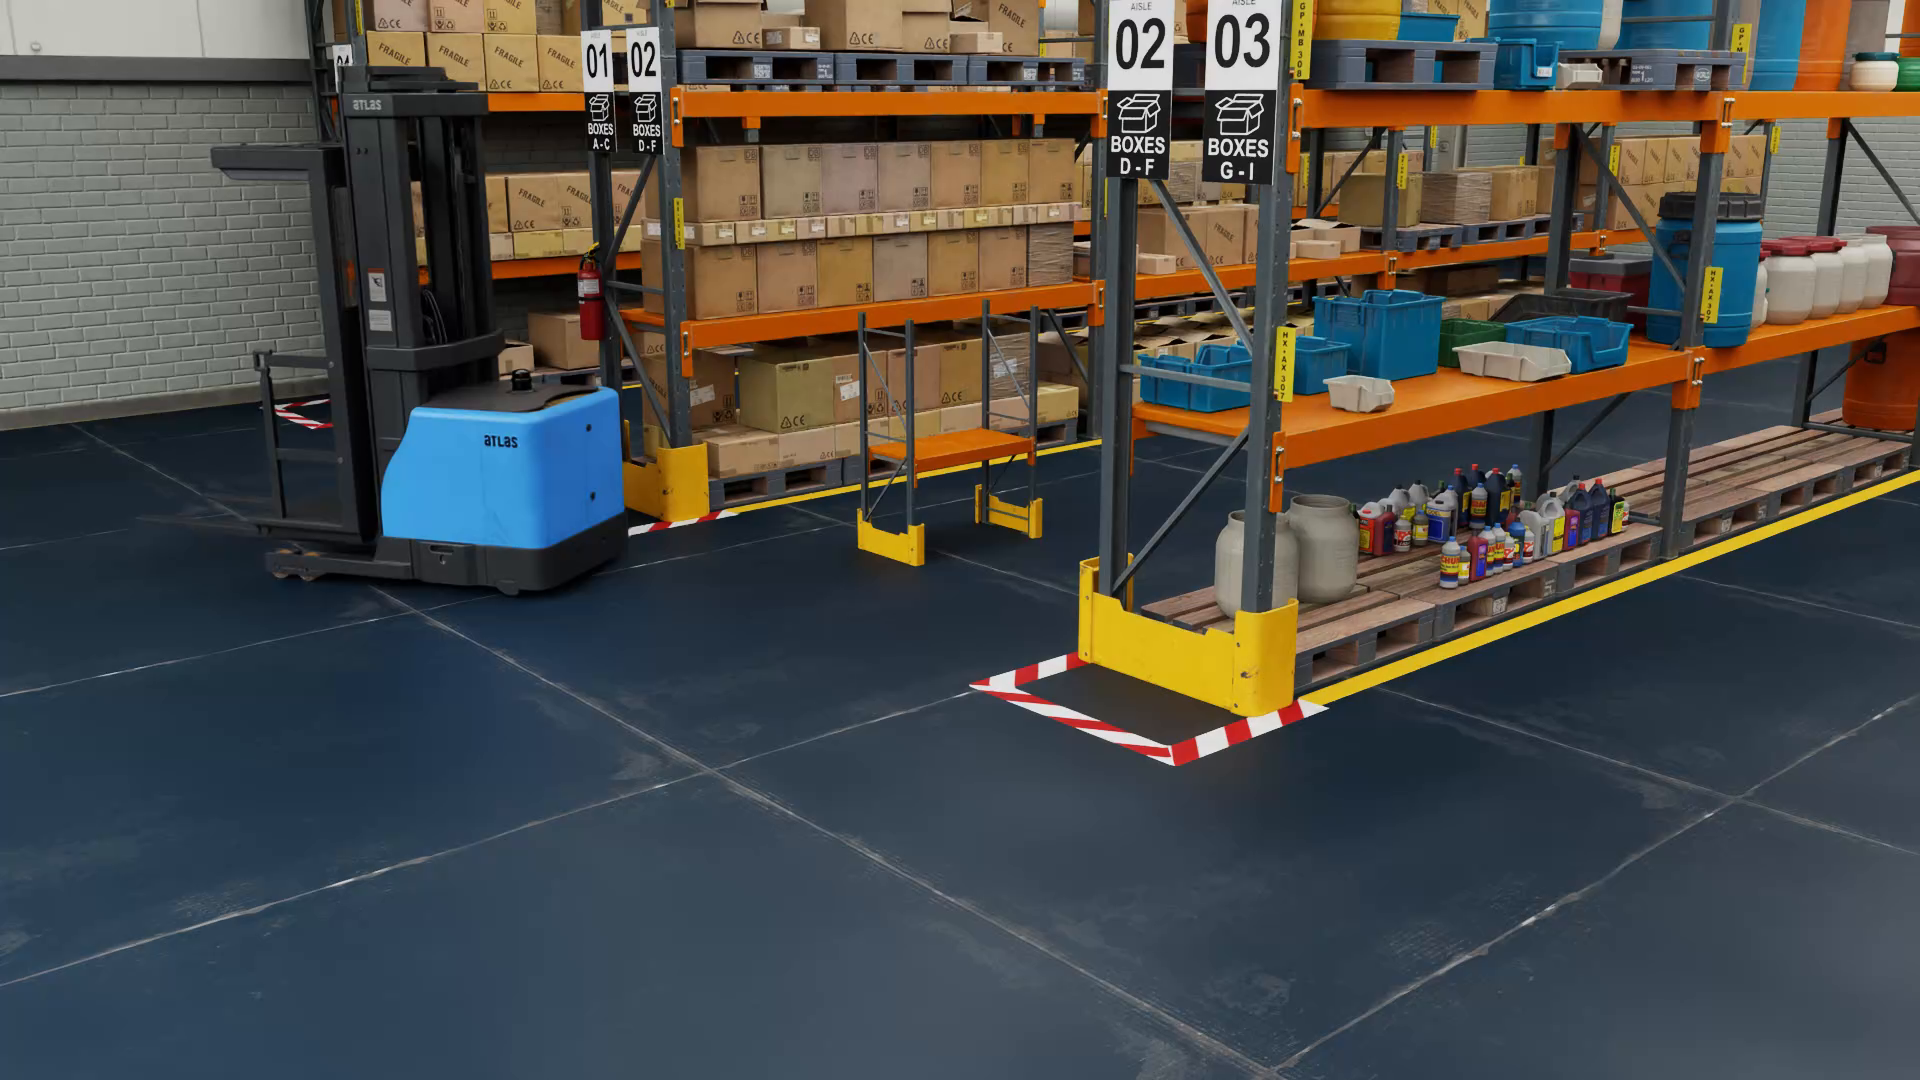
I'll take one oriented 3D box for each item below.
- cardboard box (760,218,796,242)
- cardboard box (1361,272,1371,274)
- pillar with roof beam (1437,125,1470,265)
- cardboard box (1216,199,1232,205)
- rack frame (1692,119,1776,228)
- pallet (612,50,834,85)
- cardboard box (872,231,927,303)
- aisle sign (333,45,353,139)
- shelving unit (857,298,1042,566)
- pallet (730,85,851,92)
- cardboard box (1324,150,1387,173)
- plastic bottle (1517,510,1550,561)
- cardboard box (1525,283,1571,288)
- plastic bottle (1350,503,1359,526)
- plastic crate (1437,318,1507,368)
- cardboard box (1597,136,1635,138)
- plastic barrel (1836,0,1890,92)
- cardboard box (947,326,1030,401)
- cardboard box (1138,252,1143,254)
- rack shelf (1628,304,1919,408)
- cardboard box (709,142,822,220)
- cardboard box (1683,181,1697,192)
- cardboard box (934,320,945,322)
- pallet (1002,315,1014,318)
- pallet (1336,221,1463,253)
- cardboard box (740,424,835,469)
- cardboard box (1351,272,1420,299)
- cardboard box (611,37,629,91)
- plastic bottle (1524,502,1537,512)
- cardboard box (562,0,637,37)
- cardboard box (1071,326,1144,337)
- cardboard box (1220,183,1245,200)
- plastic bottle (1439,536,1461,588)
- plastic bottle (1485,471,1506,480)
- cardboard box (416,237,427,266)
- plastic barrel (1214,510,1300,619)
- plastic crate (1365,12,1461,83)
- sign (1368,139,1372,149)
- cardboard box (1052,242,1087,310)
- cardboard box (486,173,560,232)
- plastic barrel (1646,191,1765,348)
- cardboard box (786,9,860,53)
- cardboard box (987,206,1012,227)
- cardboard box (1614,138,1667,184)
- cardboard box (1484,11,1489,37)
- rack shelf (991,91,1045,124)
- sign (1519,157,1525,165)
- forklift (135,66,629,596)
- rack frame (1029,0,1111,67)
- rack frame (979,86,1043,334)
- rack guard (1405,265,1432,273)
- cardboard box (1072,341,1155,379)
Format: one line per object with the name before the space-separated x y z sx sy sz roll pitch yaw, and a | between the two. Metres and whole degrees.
cardboard box | -1.361 -2.182 11.657 0.250 0.149 0.380 -13 19 -39
cardboard box | 5.791 -4.155 24.524 0.500 0.500 0.700 -13 20 -40
pillar with roof beam | 10.926 -8.069 23.521 0.400 9.000 9.100 -13 19 -39
cardboard box | 3.369 -4.434 21.985 0.250 0.149 0.380 -12 19 -38
rack frame | 9.886 -4.419 21.482 0.127 3.000 1.000 -13 19 -39
pallet | -1.634 -3.230 11.389 1.213 0.211 1.003 -13 19 -39
cardboard box | -0.658 -2.096 12.592 0.500 0.500 0.700 -12 19 -38
aisle sign | -5.296 -3.858 14.343 0.004 0.787 0.394 -13 19 -39
shelving unit | -0.058 -0.712 10.508 1.083 1.500 0.587 -13 19 -39
pallet | -1.886 -4.792 17.431 1.003 0.211 1.213 -13 19 -39
cardboard box | 5.711 -5.314 24.251 0.700 0.700 0.980 -13 20 -40
plastic bottle | 3.272 -0.039 9.509 0.135 0.276 0.152 -12 19 -38
cardboard box | 6.684 -2.607 18.689 0.500 0.500 0.500 -13 20 -40
plastic bottle | 2.238 -0.064 9.588 0.133 0.283 0.061 -12 19 -38
plastic crate | 2.872 -1.144 9.631 0.662 0.188 0.450 -13 19 -39
cardboard box | 7.845 -4.582 19.959 0.500 0.500 0.500 -12 19 -39
plastic barrel | 6.337 -3.694 11.981 0.600 0.901 0.600 0 15 0
cardboard box | 0.242 -1.420 13.313 0.500 0.500 0.500 -13 19 -39
cardboard box | 1.376 -2.506 14.580 0.258 0.266 0.396 -13 20 -41
rack shelf | 5.591 -1.413 11.620 4.000 0.370 1.077 -13 19 -39
cardboard box | -1.391 -2.560 11.812 0.500 0.500 0.700 -13 20 -41
cardboard box | 8.577 -4.081 20.023 0.500 0.500 0.500 -13 20 -40
cardboard box | -0.378 -2.836 19.546 0.500 0.500 0.700 -13 20 -39
pallet | 0.005 -2.548 19.882 1.213 0.211 1.003 -13 19 -39
pallet | 4.316 -3.100 16.914 1.003 0.211 1.213 -13 19 -39
cardboard box | -1.259 -0.716 12.133 0.500 0.250 0.500 -13 19 -39
cardboard box | 4.442 -2.646 17.380 0.500 0.250 0.500 -12 19 -37
cardboard box | -3.423 -4.539 15.886 0.500 0.500 0.500 -14 20 -41
plastic bottle | 3.310 -0.085 9.666 0.133 0.283 0.061 -13 19 -39
cardboard box | -3.415 -5.017 15.739 0.500 0.500 0.500 -14 20 -41
cardboard box | 1.339 -1.746 14.900 0.500 0.311 0.500 -12 19 -38
cardboard box | 3.431 -4.780 22.023 0.500 0.500 0.500 -13 20 -40
plastic bottle | 2.637 0.115 8.940 0.097 0.271 0.097 0 15 0
plastic bottle | 3.328 -0.289 10.446 0.135 0.276 0.152 -12 19 -37
cardboard box | -4.863 -2.631 15.038 0.500 0.250 0.500 -13 20 -41
plastic barrel | 1.511 0.129 8.462 0.421 0.512 0.421 0 15 0
plastic crate | 2.305 -2.567 8.766 0.575 0.384 0.392 -13 19 -39
sign | 6.271 -5.949 25.376 0.005 0.325 0.100 -13 19 -39
cardboard box | 1.237 -3.291 20.610 0.750 0.750 0.750 -13 20 -40
cardboard box | -4.108 -3.162 15.576 0.500 0.500 0.500 -13 20 -41
plastic barrel | 4.572 -1.670 10.219 0.708 0.901 0.600 -13 19 -39
cardboard box | -1.069 -3.726 12.162 0.500 0.311 0.500 -10 18 -33
cardboard box | 0.187 -2.529 12.956 0.250 0.149 0.380 -13 20 -39
cardboard box | 7.797 -4.386 19.225 0.500 0.500 0.500 -13 20 -41
cardboard box | 5.435 -5.193 17.364 0.600 0.600 0.600 -14 20 -41
rack shelf | 2.105 -5.468 20.991 4.000 0.370 1.077 -13 19 -39
sign | 6.506 -4.264 19.224 0.005 0.325 0.100 -13 19 -39
forklift | -3.619 -1.300 9.939 3.031 2.935 1.130 5 16 17
rack frame | 0.833 -5.285 13.097 0.127 3.000 1.000 -13 19 -39
rack frame | 0.596 -4.028 20.016 0.127 3.000 1.000 -13 19 -39
rack guard | 6.649 -4.179 25.428 0.348 0.500 1.175 -13 19 -39
cardboard box | 1.308 -1.553 14.180 0.500 0.311 0.500 -13 19 -39
